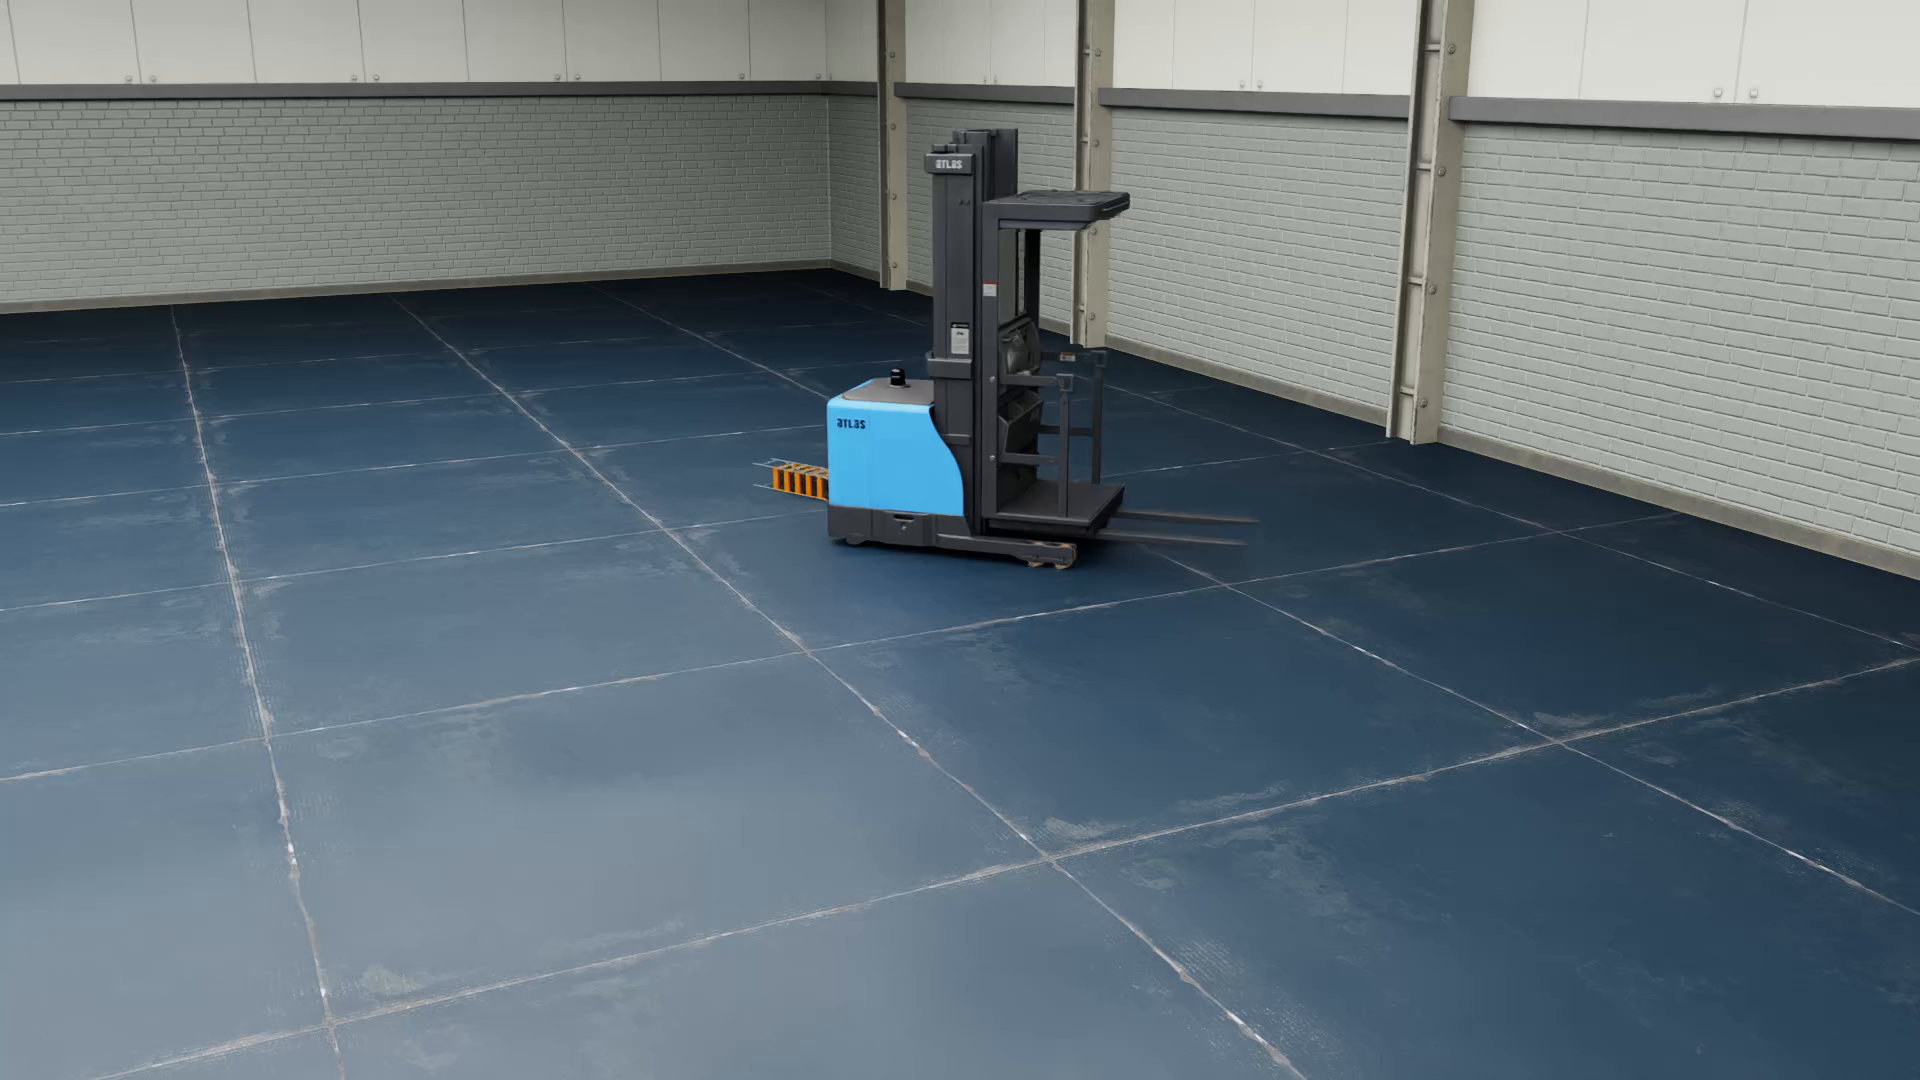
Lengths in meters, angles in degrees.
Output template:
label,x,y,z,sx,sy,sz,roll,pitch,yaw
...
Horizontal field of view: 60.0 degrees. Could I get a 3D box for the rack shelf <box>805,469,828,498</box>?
label,x,y,z,sx,sy,sz,roll,pitch,yaw
rack shelf,-1.137,-0.464,13.515,0.103,0.180,0.258,12,20,36

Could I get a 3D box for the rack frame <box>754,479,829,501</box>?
label,x,y,z,sx,sy,sz,roll,pitch,yaw
rack frame,-1.172,-0.383,13.566,1.200,0.006,0.240,12,20,36

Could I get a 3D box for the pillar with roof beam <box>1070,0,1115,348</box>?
label,x,y,z,sx,sy,sz,roll,pitch,yaw
pillar with roof beam,-2.270,-6.239,17.676,9.100,9.000,0.400,-8,18,-25

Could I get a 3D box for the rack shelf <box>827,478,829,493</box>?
label,x,y,z,sx,sy,sz,roll,pitch,yaw
rack shelf,-0.945,-0.424,13.376,0.103,0.180,0.258,12,20,36

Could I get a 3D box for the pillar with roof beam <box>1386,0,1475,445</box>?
label,x,y,z,sx,sy,sz,roll,pitch,yaw
pillar with roof beam,0.358,-4.751,12.492,9.100,9.000,0.400,-8,18,-25

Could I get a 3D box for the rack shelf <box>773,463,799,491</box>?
label,x,y,z,sx,sy,sz,roll,pitch,yaw
rack shelf,-1.423,-0.524,13.724,0.103,0.180,0.258,12,20,36

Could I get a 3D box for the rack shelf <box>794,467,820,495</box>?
label,x,y,z,sx,sy,sz,roll,pitch,yaw
rack shelf,-1.232,-0.484,13.585,0.103,0.180,0.258,12,20,36

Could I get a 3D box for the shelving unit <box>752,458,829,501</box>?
label,x,y,z,sx,sy,sz,roll,pitch,yaw
shelving unit,-1.172,-0.471,13.541,1.200,0.189,0.258,12,20,36

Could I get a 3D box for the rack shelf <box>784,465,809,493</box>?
label,x,y,z,sx,sy,sz,roll,pitch,yaw
rack shelf,-1.328,-0.504,13.655,0.103,0.180,0.258,12,20,36

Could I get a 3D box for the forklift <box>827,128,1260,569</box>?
label,x,y,z,sx,sy,sz,roll,pitch,yaw
forklift,0.609,-1.374,11.726,3.031,2.935,1.130,5,17,17

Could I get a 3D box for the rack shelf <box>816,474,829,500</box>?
label,x,y,z,sx,sy,sz,roll,pitch,yaw
rack shelf,-1.041,-0.444,13.446,0.103,0.180,0.258,12,20,36

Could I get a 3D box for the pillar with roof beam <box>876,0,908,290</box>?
label,x,y,z,sx,sy,sz,roll,pitch,yaw
pillar with roof beam,-4.899,-7.726,22.861,9.100,9.000,0.400,-8,18,-25

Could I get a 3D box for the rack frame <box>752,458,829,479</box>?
label,x,y,z,sx,sy,sz,roll,pitch,yaw
rack frame,-1.172,-0.559,13.516,1.200,0.006,0.240,12,20,36
